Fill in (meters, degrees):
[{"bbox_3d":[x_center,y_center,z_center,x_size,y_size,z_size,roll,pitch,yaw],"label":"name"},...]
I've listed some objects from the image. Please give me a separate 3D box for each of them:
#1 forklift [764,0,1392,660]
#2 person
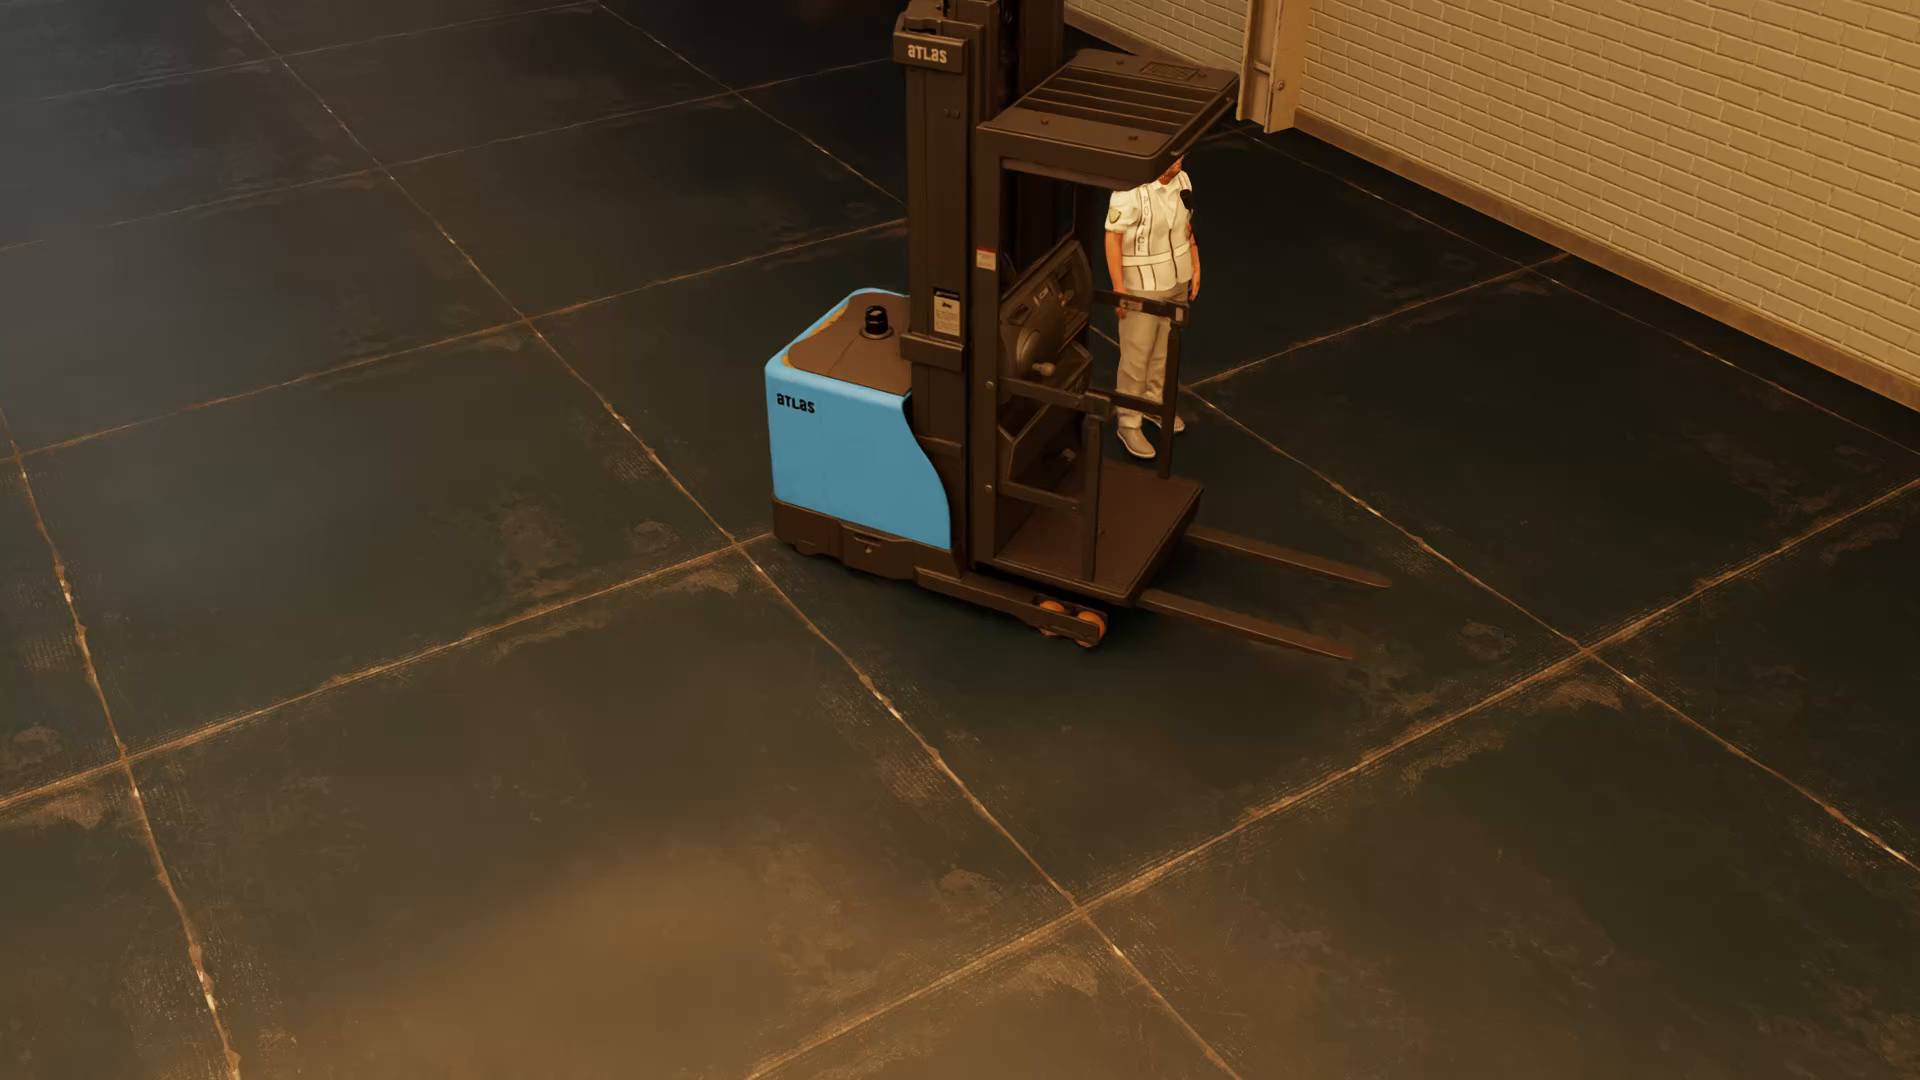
[{"bbox_3d":[0.583,-1.039,7.626,3.031,2.935,1.130,16,38,22],"label":"forklift"},{"bbox_3d":[1.114,-1.395,9.127,0.640,1.773,0.575,-23,41,-29],"label":"person"}]
